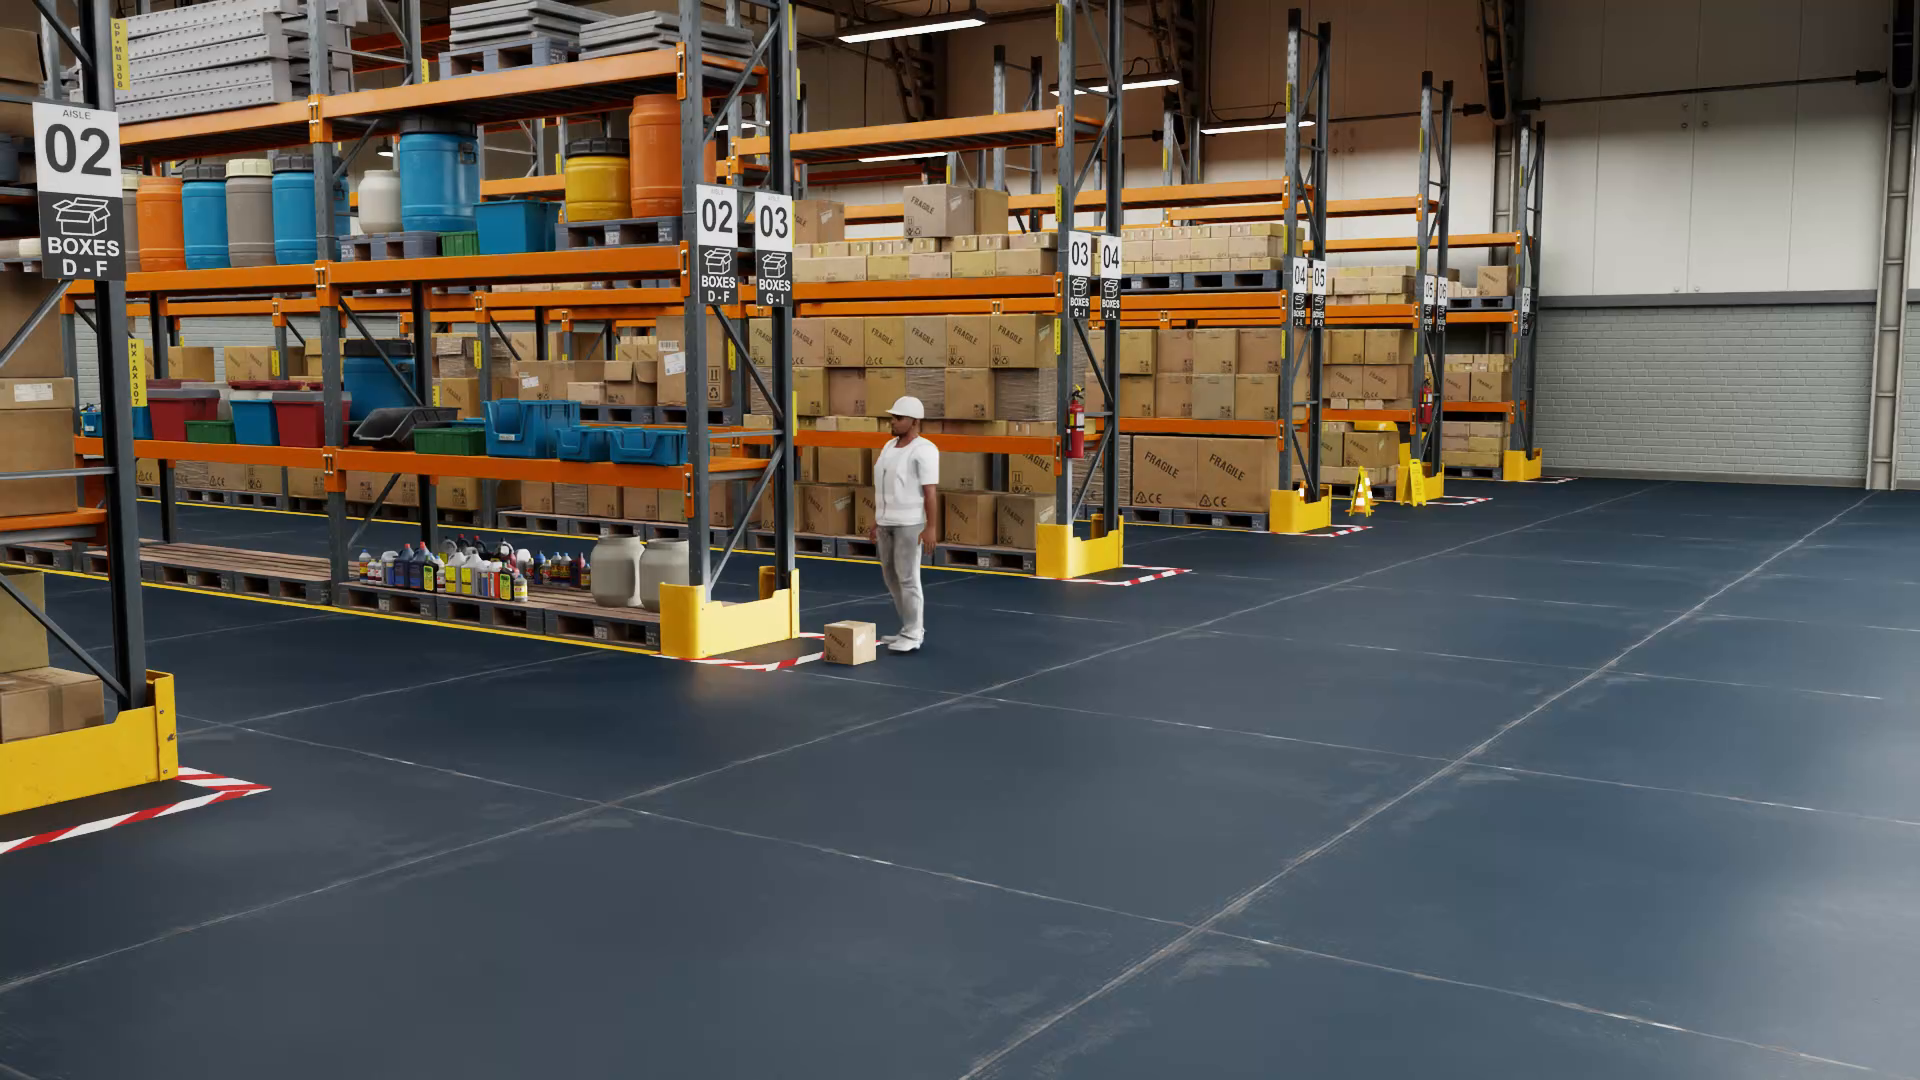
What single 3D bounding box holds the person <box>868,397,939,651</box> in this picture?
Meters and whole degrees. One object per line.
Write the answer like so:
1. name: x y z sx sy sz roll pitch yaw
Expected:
1. person: -0.402 -0.113 11.580 0.405 1.768 0.623 -5 8 -38
